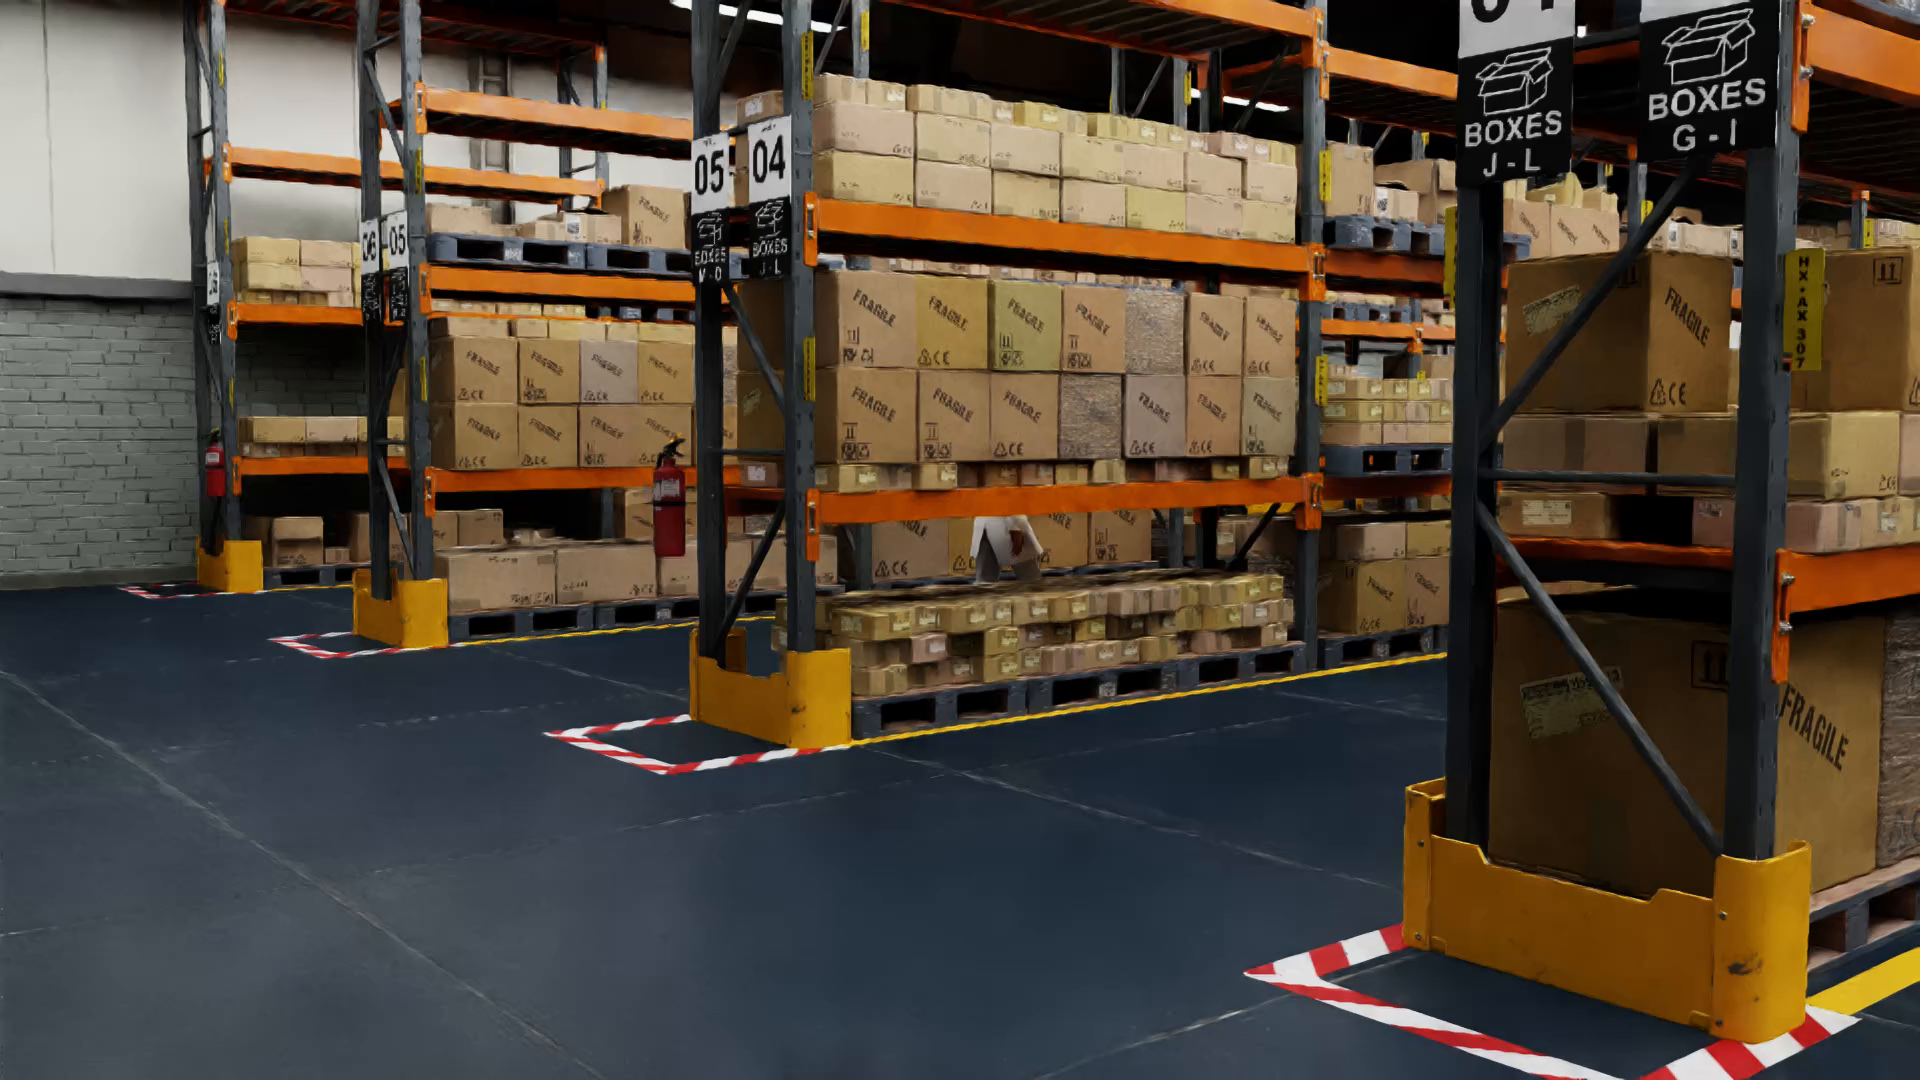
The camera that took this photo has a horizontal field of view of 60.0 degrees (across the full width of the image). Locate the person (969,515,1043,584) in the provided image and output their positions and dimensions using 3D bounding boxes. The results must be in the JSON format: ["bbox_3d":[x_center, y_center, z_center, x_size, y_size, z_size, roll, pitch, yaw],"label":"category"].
[{"bbox_3d":[0.389,-0.084,11.976,0.829,1.766,0.586,-3,5,-39],"label":"person"}]
